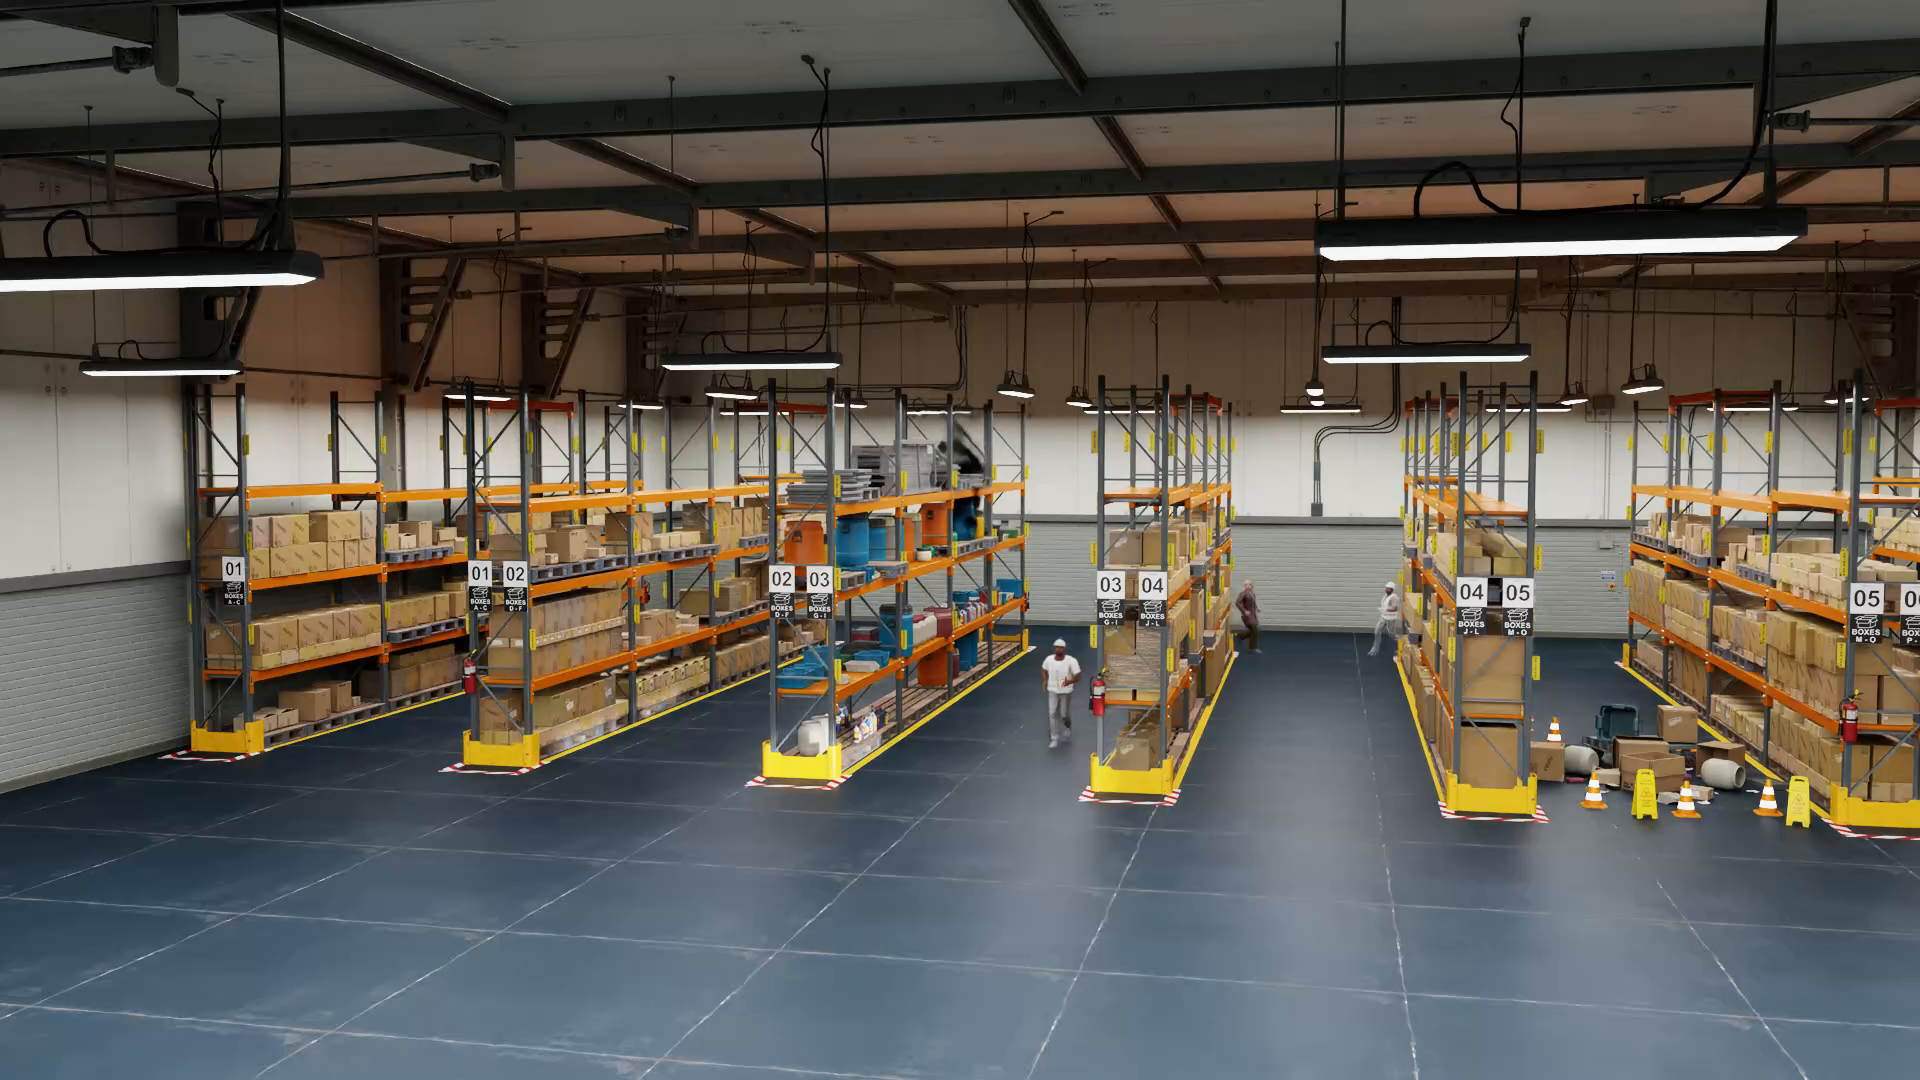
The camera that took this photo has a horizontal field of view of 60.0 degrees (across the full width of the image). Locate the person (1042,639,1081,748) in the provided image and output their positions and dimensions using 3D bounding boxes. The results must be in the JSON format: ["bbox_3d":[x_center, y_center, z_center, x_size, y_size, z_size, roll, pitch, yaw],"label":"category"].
[{"bbox_3d":[1.667,2.528,27.693,0.704,1.766,0.896,1,3,16],"label":"person"}]

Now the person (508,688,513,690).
[{"bbox_3d":[-7.989,2.501,29.942,0.610,1.656,0.686,1,3,18],"label":"person"}]

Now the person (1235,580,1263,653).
[{"bbox_3d":[6.946,1.855,40.228,0.768,1.781,0.762,3,4,41],"label":"person"}]

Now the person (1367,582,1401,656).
[{"bbox_3d":[10.166,1.871,39.321,0.912,1.786,0.704,-1,3,-12],"label":"person"}]
